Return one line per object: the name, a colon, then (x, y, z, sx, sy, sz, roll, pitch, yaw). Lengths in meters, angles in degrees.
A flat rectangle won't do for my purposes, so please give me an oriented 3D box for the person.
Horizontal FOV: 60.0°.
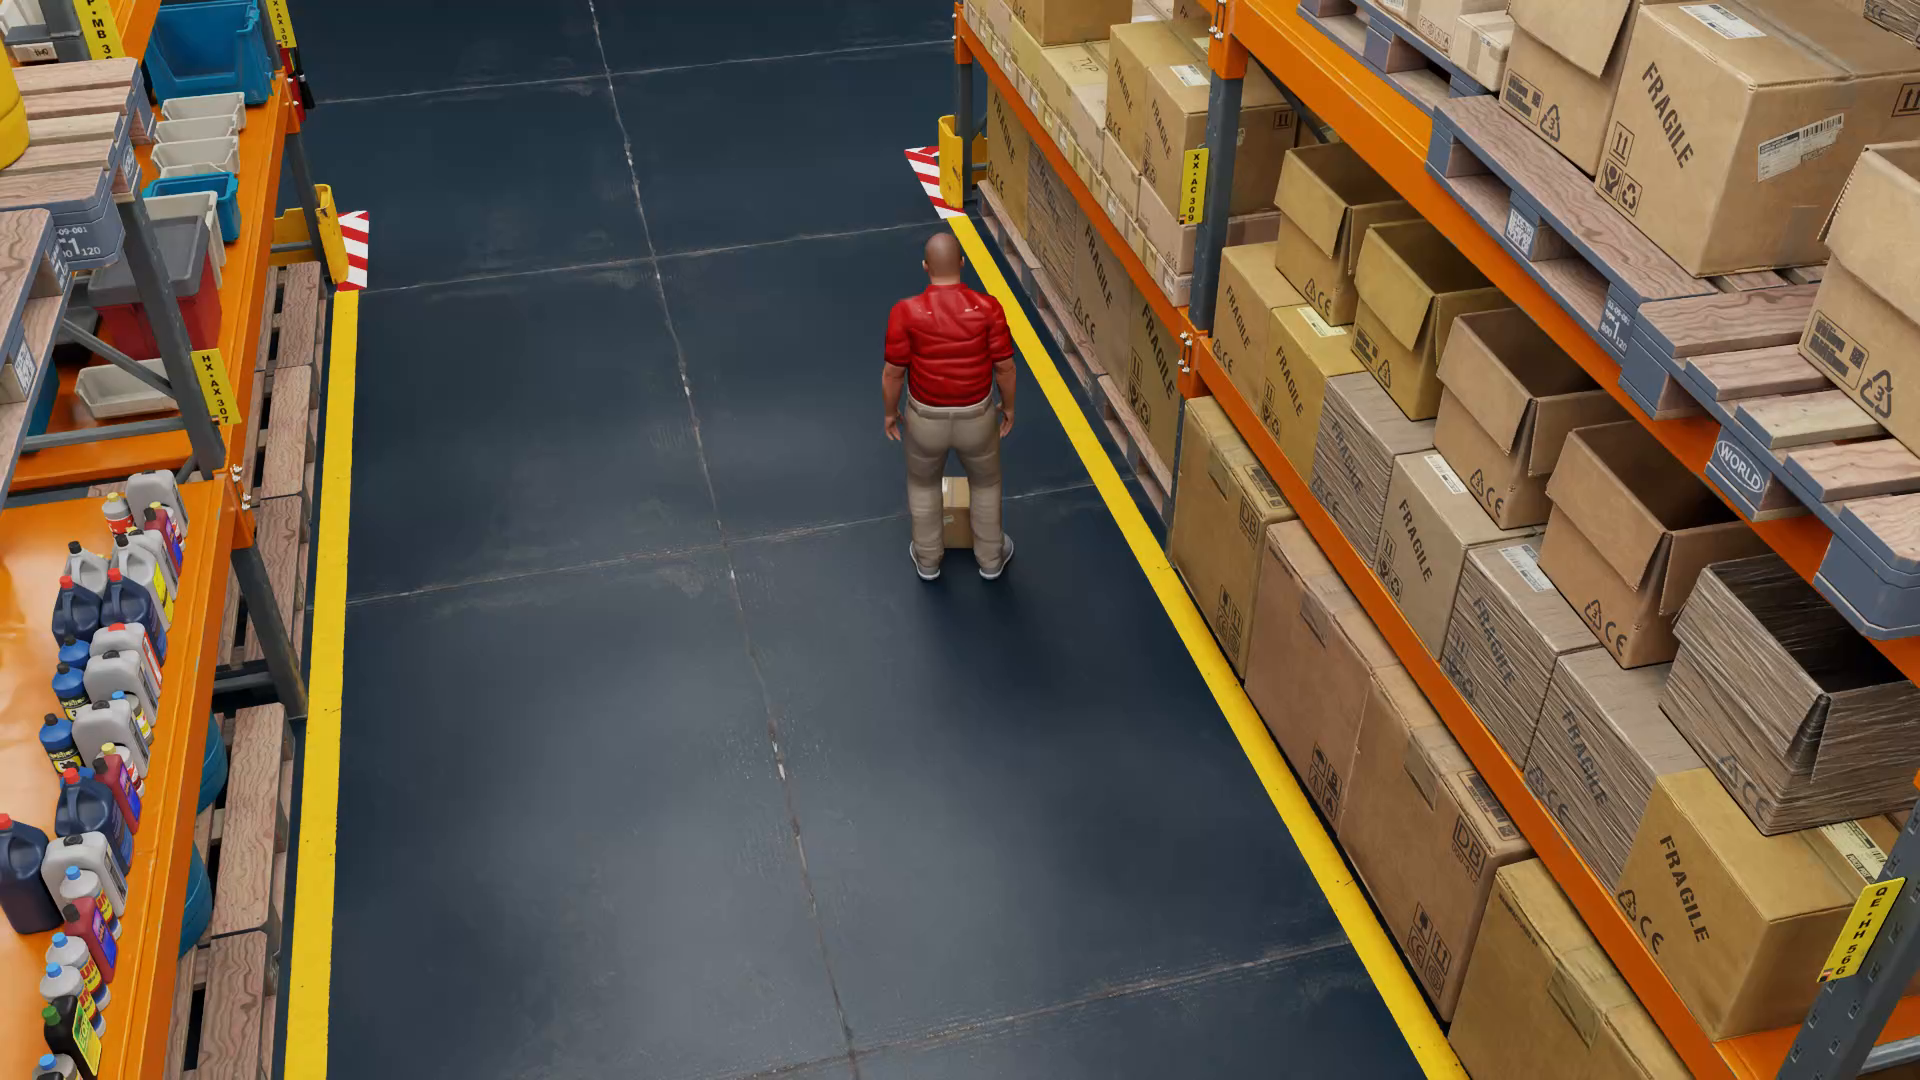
person: (-0.040, -0.563, 7.448, 0.606, 1.727, 0.394, -1, 38, -2)
